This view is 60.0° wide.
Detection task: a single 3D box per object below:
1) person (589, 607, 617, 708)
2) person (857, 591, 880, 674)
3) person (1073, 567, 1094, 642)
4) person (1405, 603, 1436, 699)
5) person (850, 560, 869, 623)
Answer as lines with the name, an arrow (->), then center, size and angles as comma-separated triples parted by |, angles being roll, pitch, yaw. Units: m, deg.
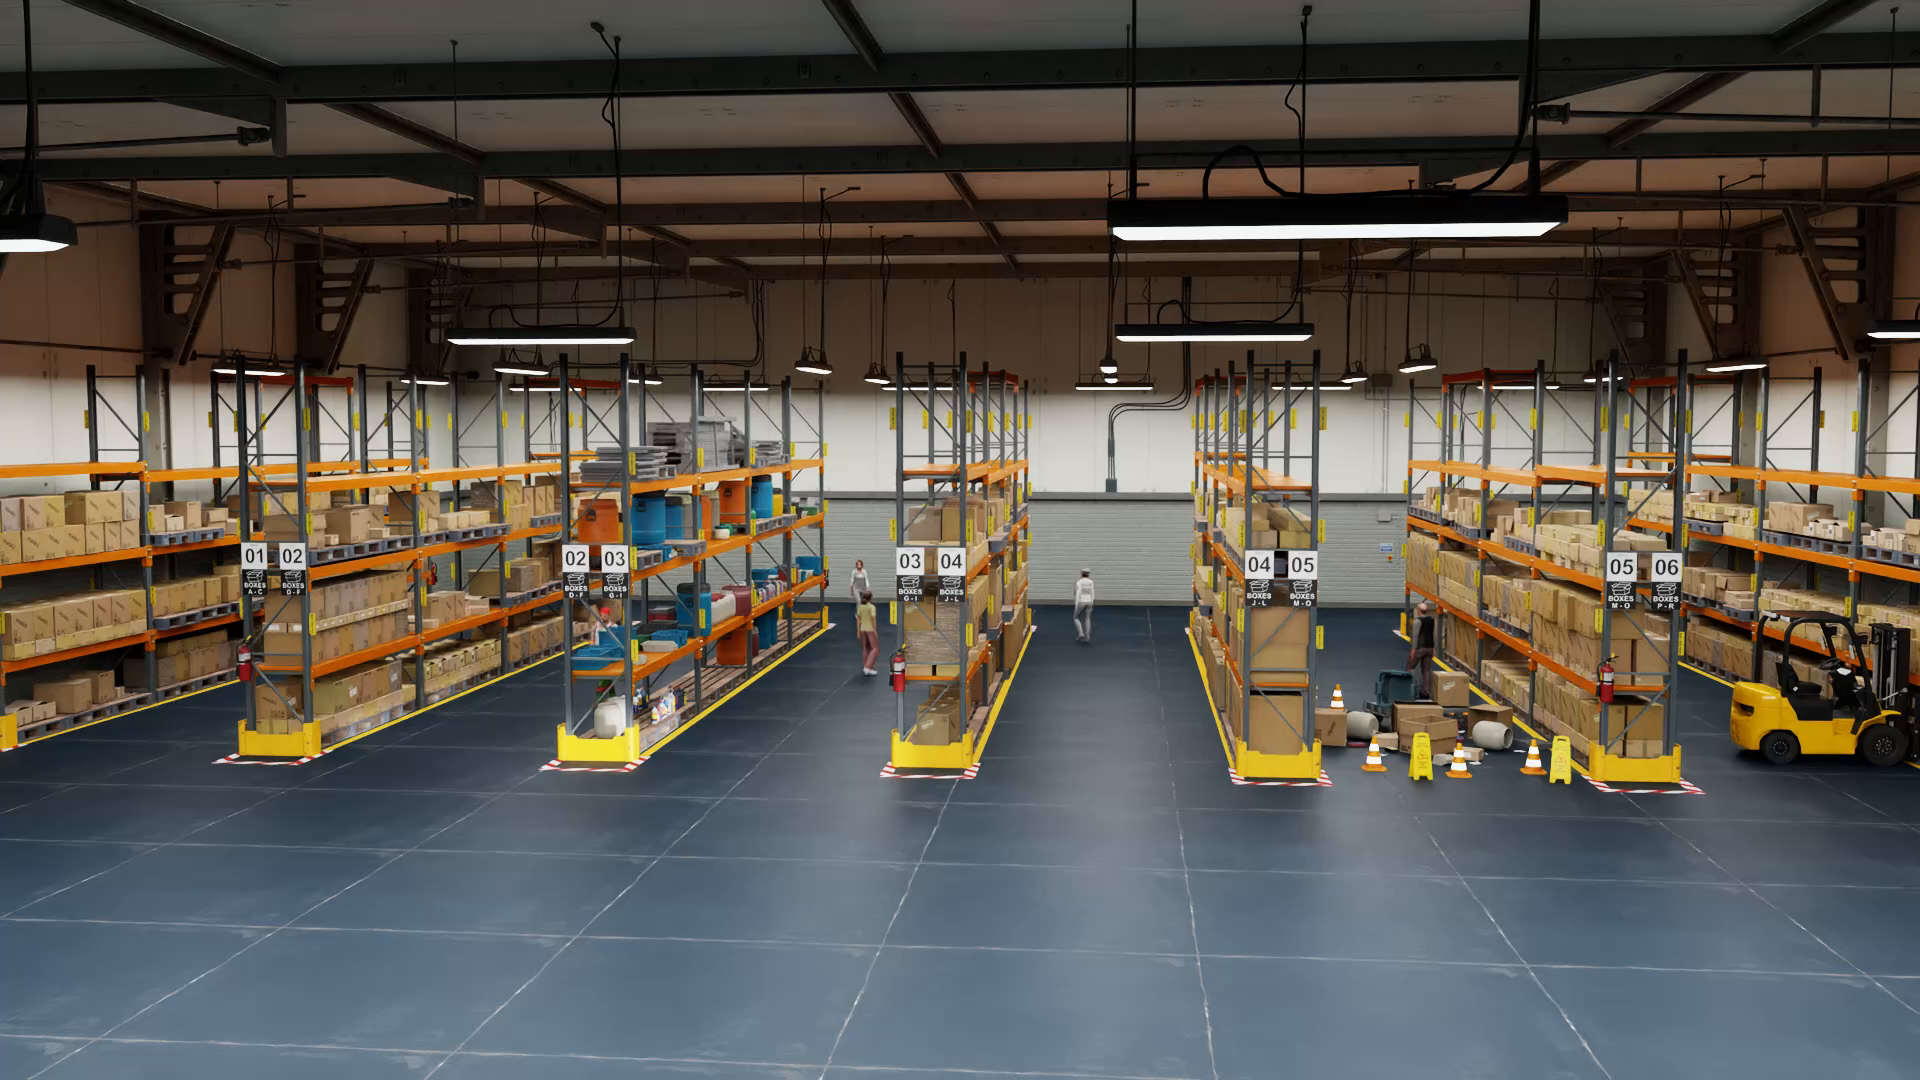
person -> -6.266, 2.042, 29.195 | 0.546, 1.727, 0.992 | 1, 4, 18
person -> -1.834, 1.837, 32.904 | 0.489, 1.668, 0.507 | 3, 5, 33
person -> 2.829, 1.477, 37.879 | 0.498, 1.689, 0.371 | -2, 5, -28
person -> 8.368, 2.014, 30.124 | 0.567, 1.748, 0.416 | -2, 5, -26
person -> -2.513, 1.266, 41.511 | 0.428, 1.527, 1.003 | -2, 4, -22
